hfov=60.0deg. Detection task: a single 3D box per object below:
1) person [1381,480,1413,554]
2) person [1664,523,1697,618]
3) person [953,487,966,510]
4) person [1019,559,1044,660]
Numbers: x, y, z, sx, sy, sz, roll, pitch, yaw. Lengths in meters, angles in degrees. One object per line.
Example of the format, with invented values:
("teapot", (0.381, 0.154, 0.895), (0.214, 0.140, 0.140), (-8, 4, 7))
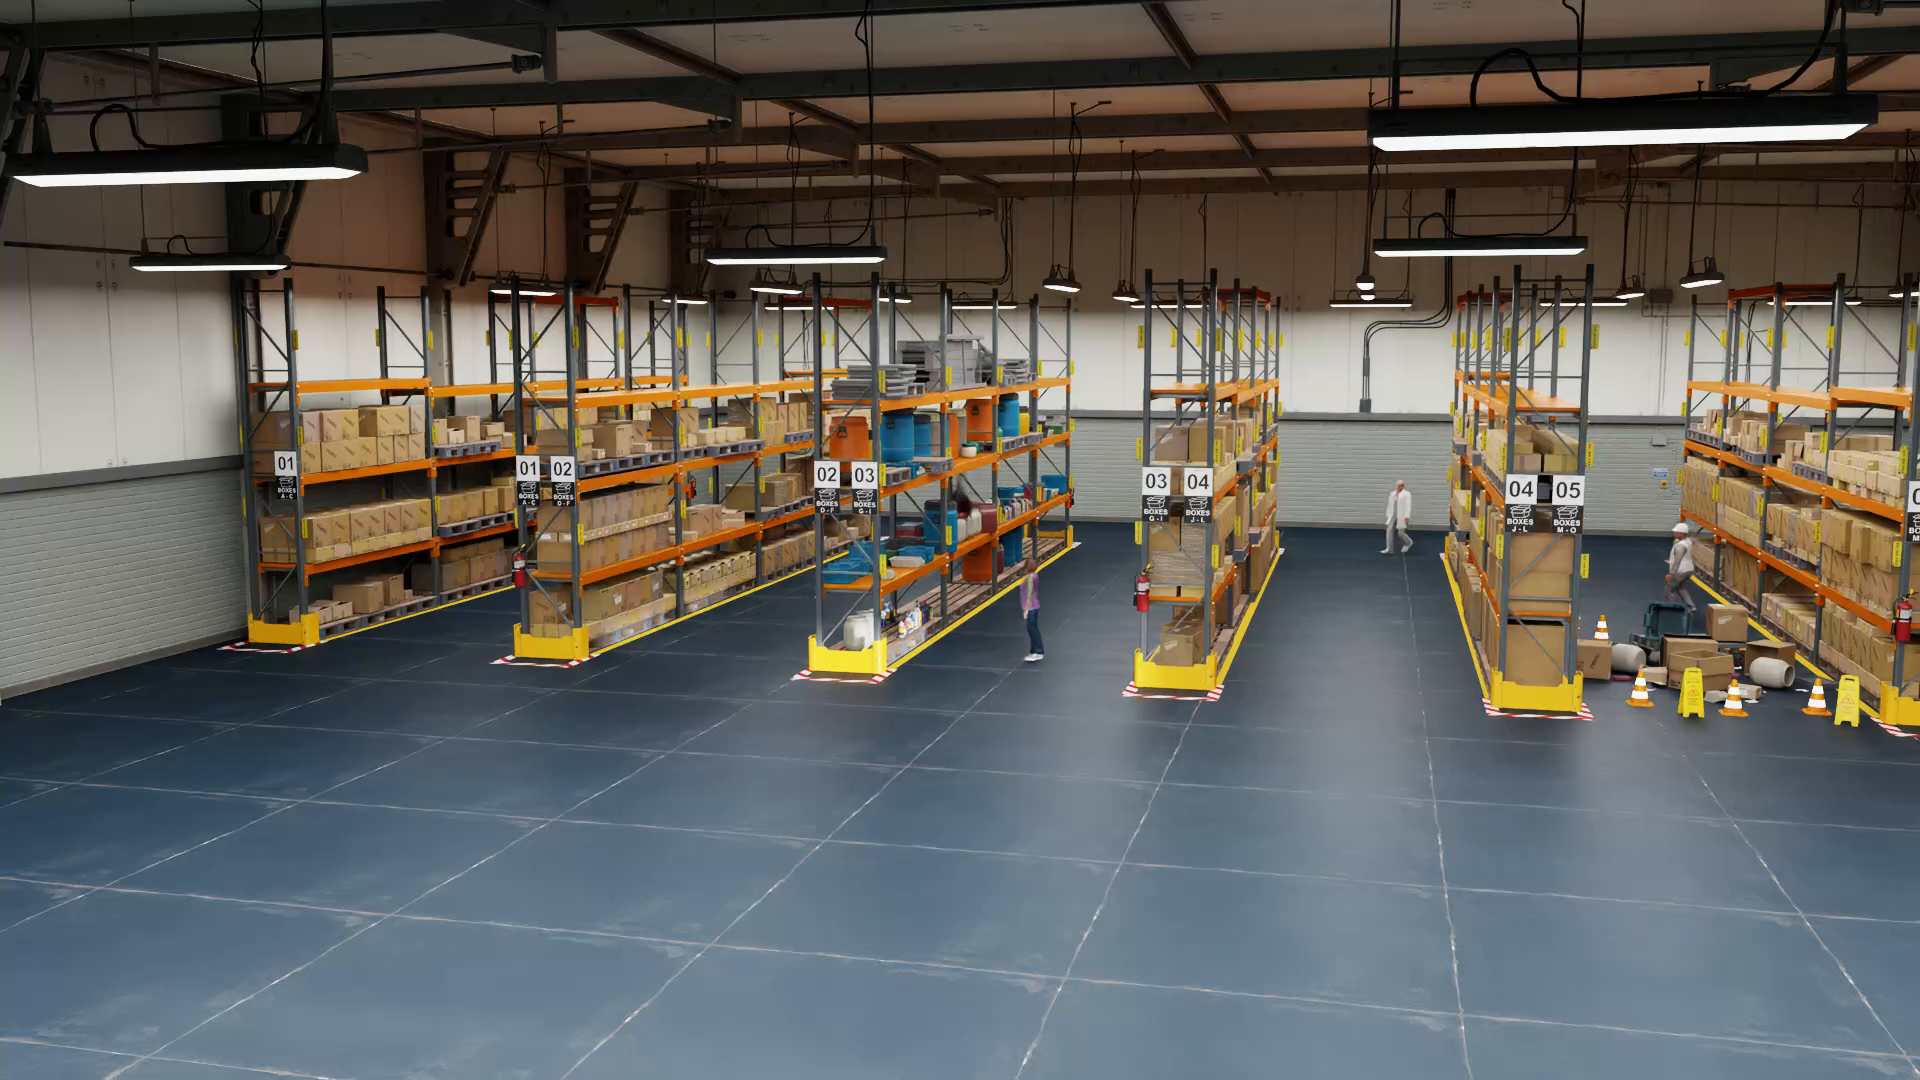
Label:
("person", (10.275, -0.535, 38.860), (0.646, 1.751, 0.754), (6, 9, 39))
("person", (12.950, 0.557, 29.969), (0.589, 1.754, 0.587), (-5, 8, -35))
("person", (-0.170, -0.429, 38.238), (0.625, 1.632, 1.028), (2, 7, 15))
("person", (1.120, 1.102, 26.019), (0.385, 1.622, 0.499), (0, 7, 0))
